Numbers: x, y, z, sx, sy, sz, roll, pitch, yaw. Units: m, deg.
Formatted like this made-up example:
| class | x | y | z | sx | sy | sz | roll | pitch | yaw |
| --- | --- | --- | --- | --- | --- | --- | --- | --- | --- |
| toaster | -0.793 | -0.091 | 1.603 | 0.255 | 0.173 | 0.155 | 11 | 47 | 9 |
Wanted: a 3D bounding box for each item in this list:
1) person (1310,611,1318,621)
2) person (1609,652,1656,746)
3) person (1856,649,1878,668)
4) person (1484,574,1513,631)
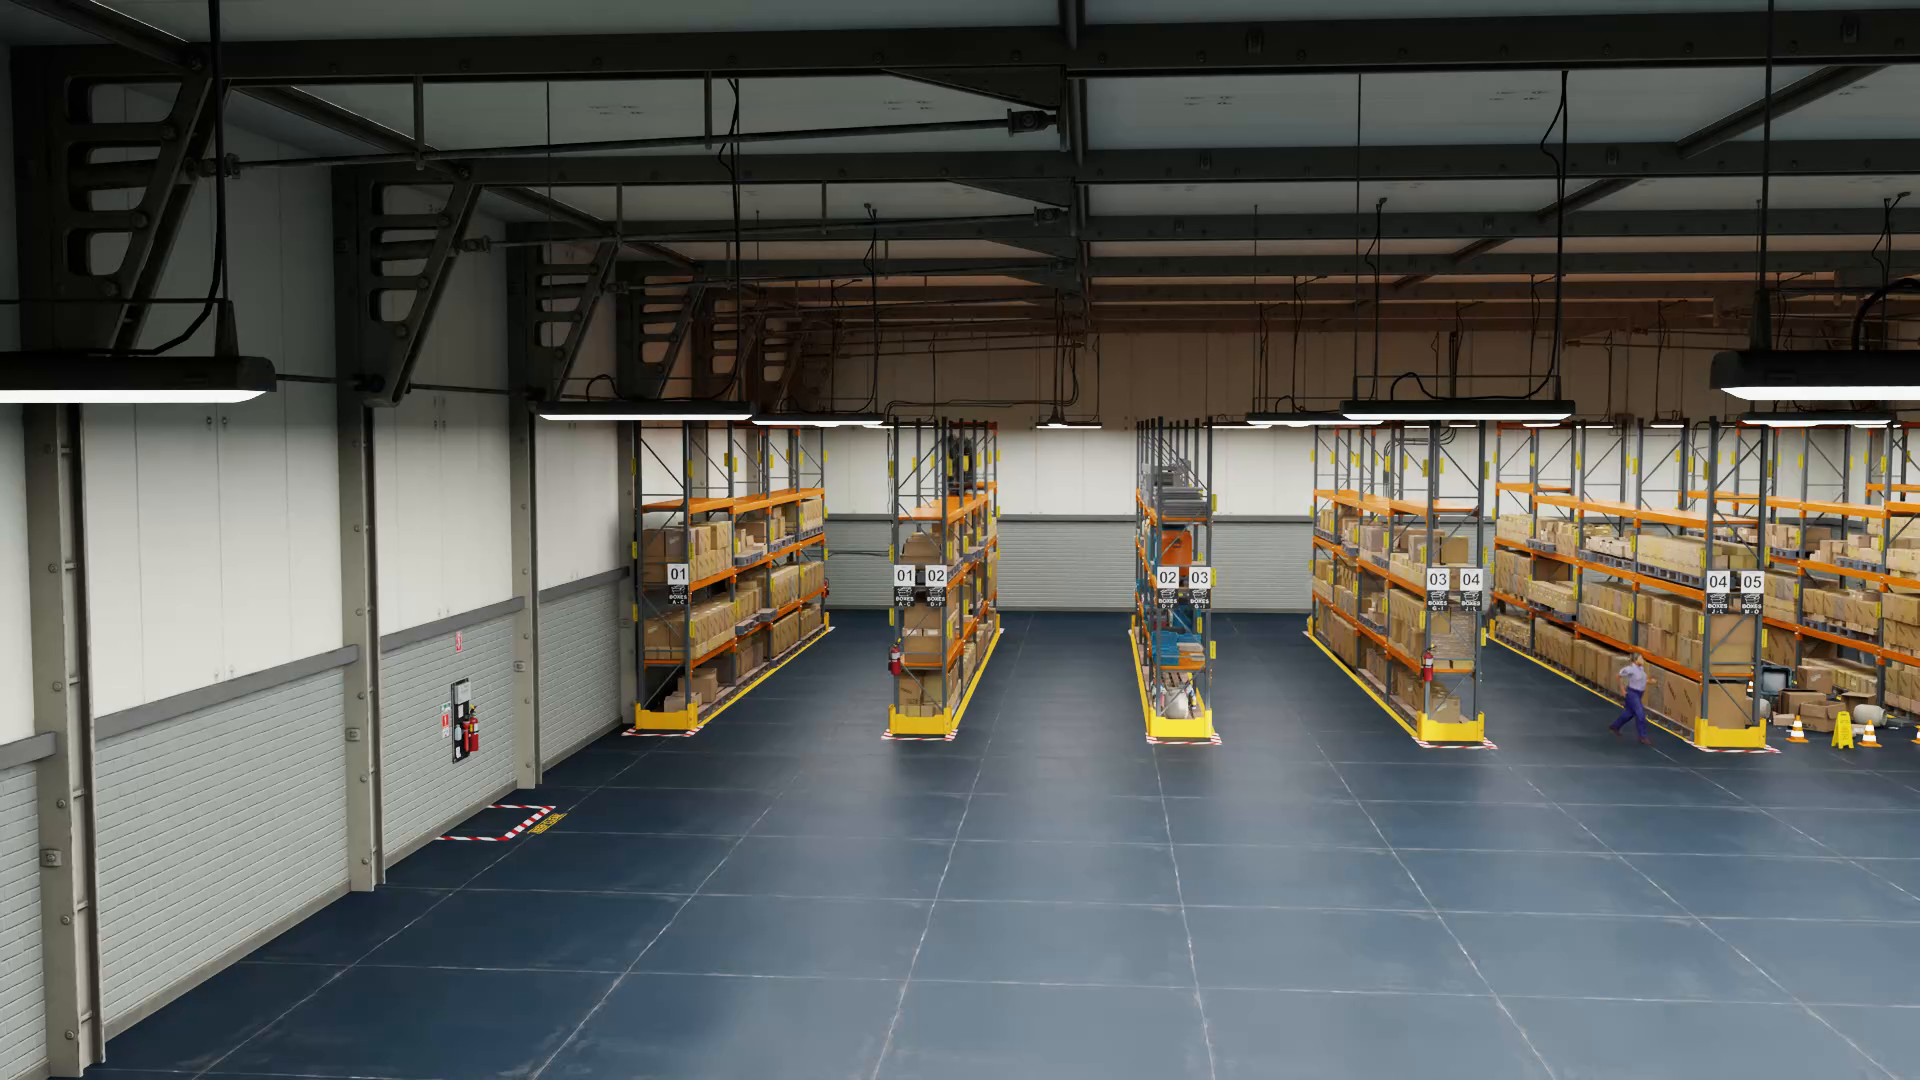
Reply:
| class | x | y | z | sx | sy | sz | roll | pitch | yaw |
| --- | --- | --- | --- | --- | --- | --- | --- | --- | --- |
| person | 10.611 | 1.824 | 47.984 | 1.133 | 1.639 | 0.650 | 2 | 4 | 32 |
| person | 12.349 | 2.889 | 30.522 | 0.908 | 1.672 | 0.592 | 4 | 5 | 44 |
| person | 21.277 | 2.335 | 38.991 | 0.620 | 1.725 | 0.856 | 1 | 4 | 8 |
| person | 15.375 | 1.786 | 47.381 | 1.100 | 1.745 | 0.619 | -1 | 4 | -17 |
